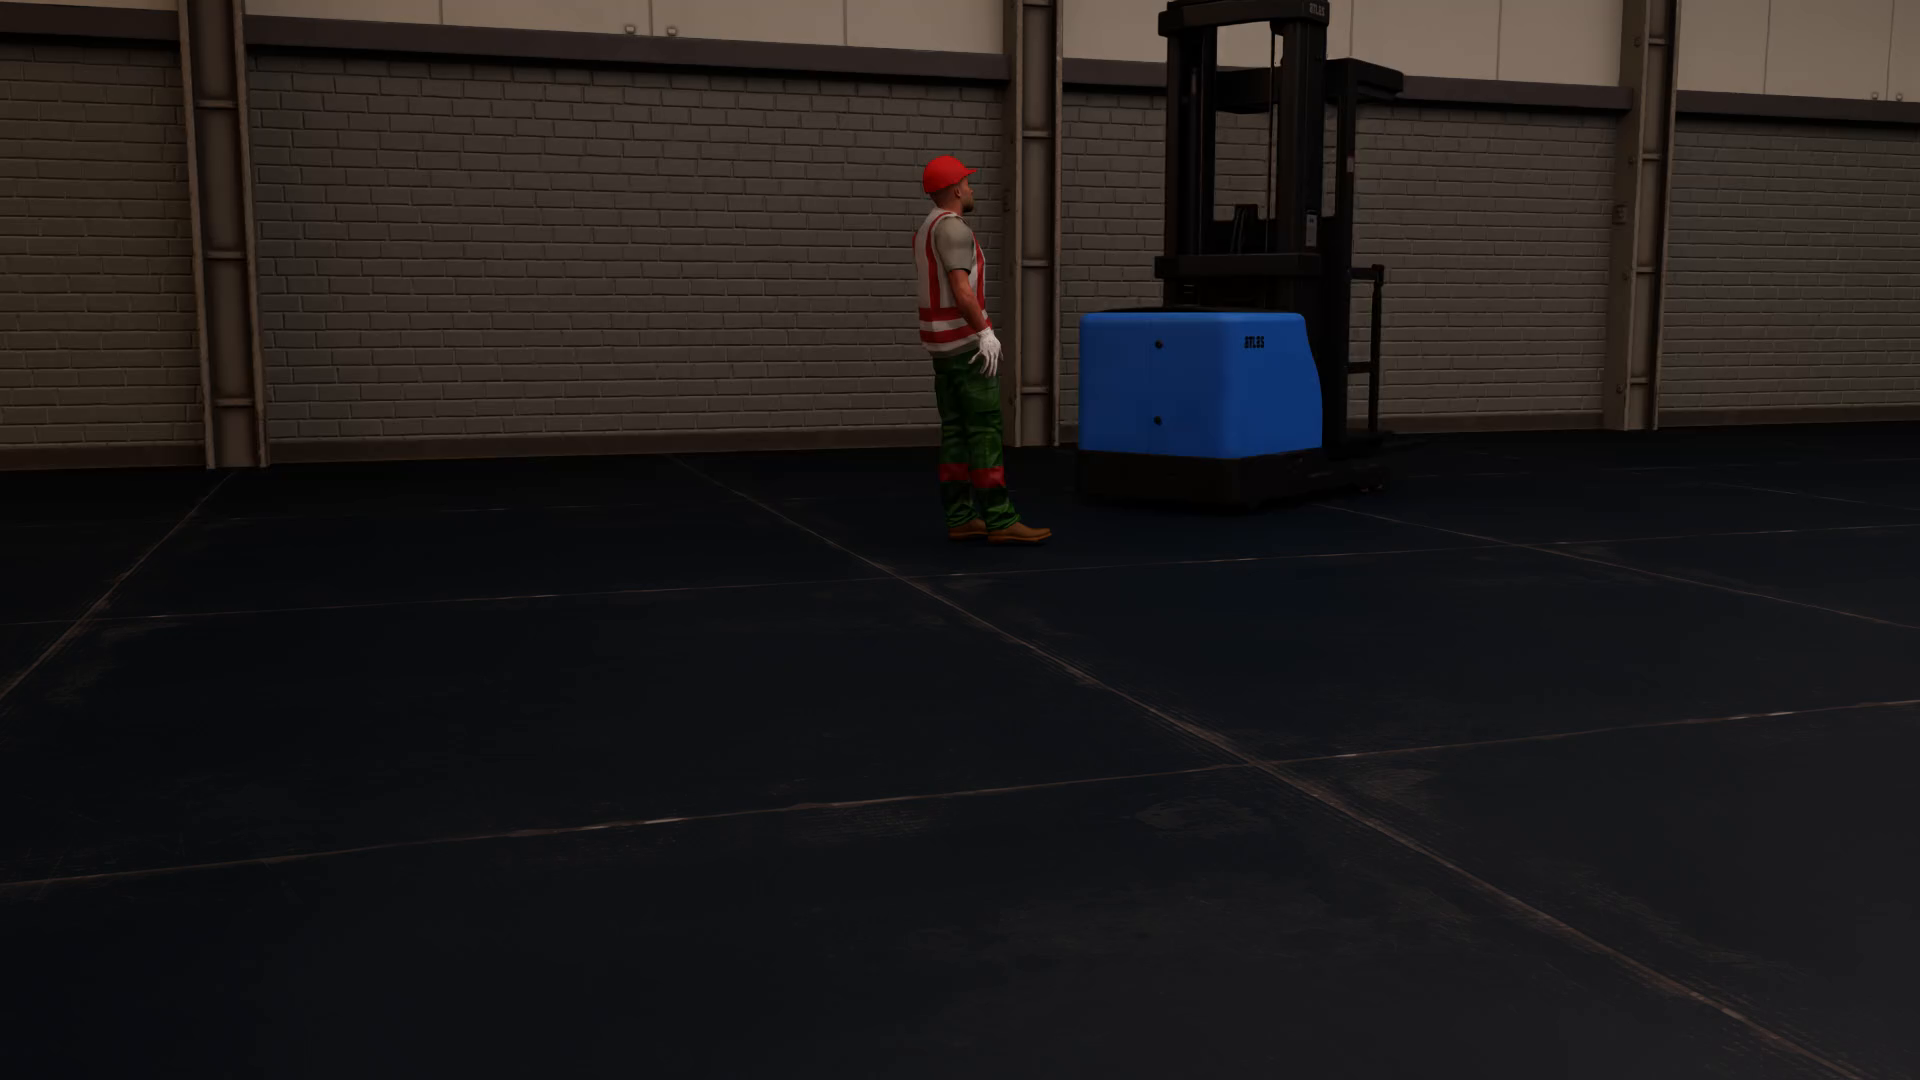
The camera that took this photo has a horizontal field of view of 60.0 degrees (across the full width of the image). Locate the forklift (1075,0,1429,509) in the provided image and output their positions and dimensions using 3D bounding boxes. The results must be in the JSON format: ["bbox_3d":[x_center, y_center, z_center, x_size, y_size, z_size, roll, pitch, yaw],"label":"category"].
[{"bbox_3d":[1.957,-1.769,10.053,1.130,2.935,3.031,6,10,38],"label":"forklift"}]

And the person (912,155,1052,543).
[{"bbox_3d":[0.080,-0.895,7.818,0.562,1.789,0.638,-3,8,-18],"label":"person"}]
